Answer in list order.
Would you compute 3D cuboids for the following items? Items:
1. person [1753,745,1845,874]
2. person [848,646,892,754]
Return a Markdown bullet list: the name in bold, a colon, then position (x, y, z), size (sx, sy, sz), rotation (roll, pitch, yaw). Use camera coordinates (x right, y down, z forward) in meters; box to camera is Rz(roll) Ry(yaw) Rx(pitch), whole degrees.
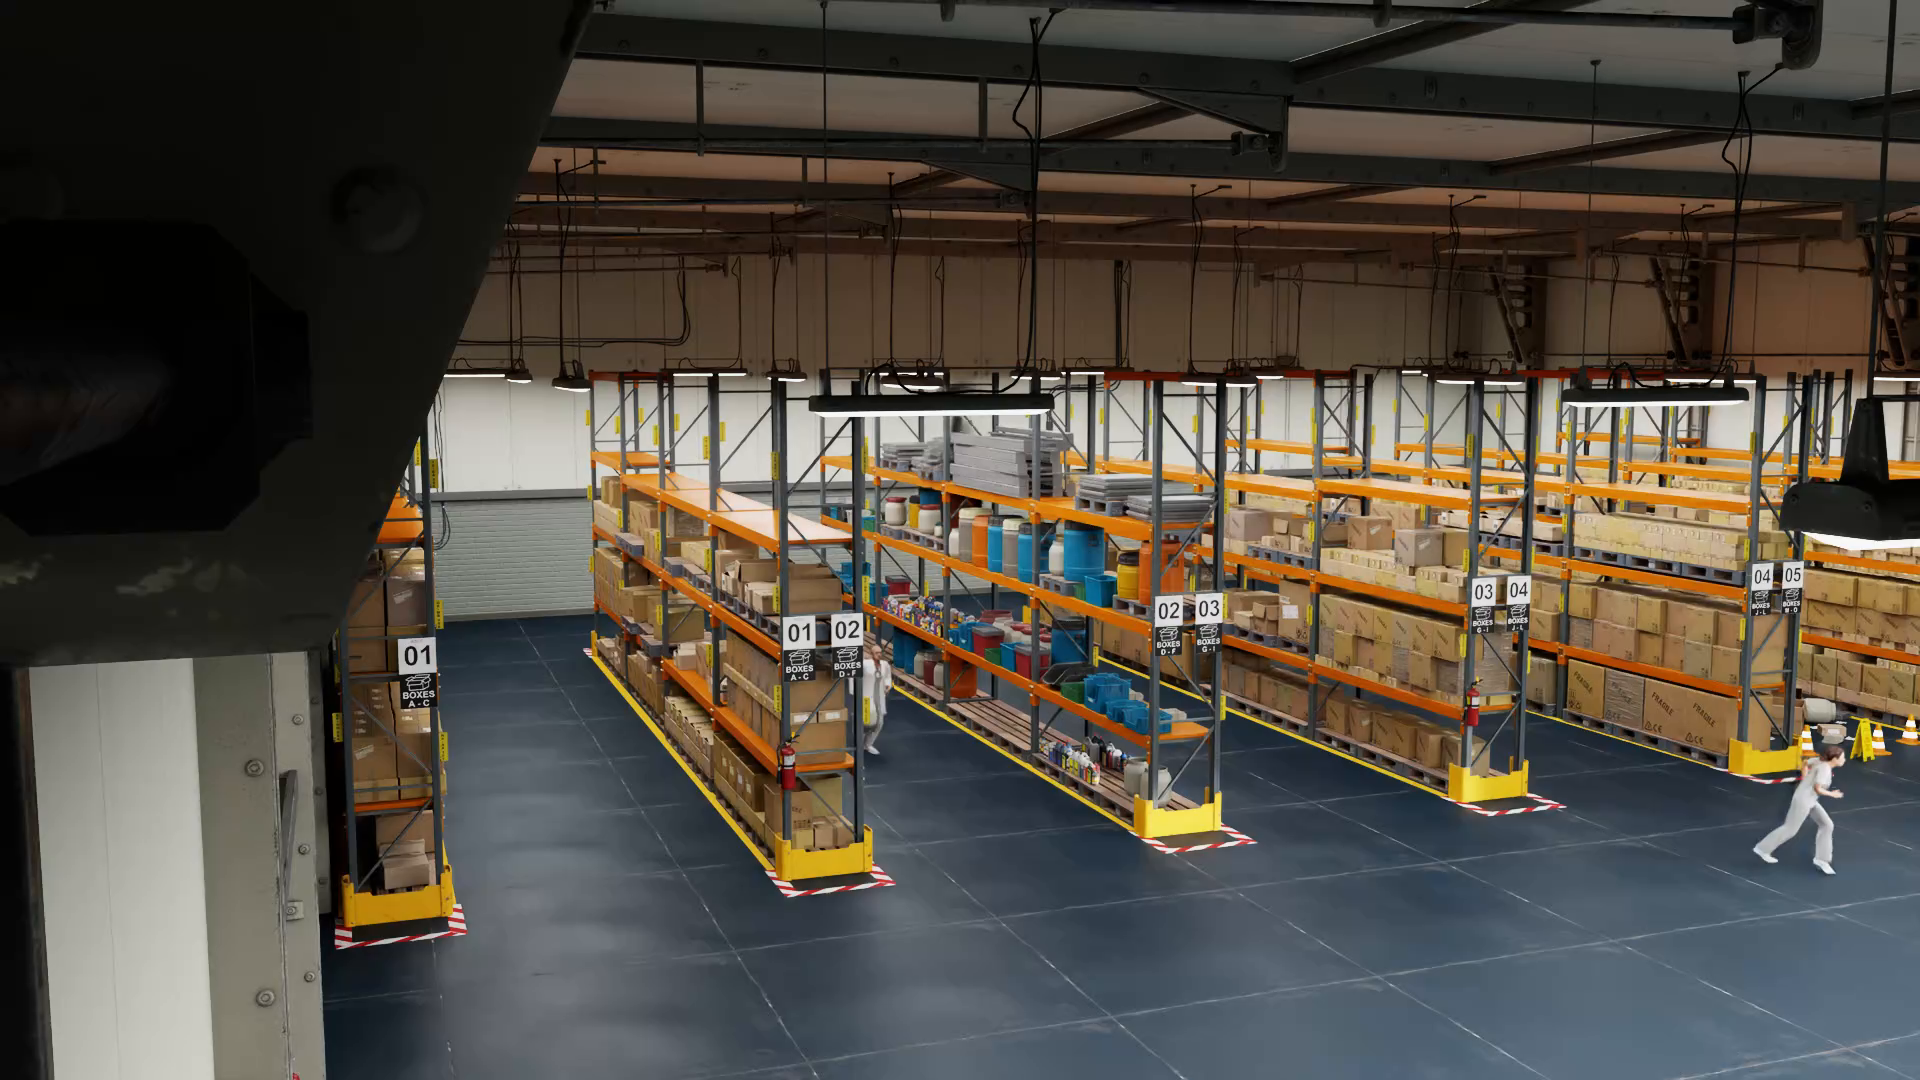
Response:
- **person**: position (10.322, 3.295, 20.468), size (0.954, 1.616, 0.606), rotation (3, 7, 23)
- **person**: position (-1.376, 2.534, 26.405), size (0.702, 1.731, 0.672), rotation (-4, 7, -32)
